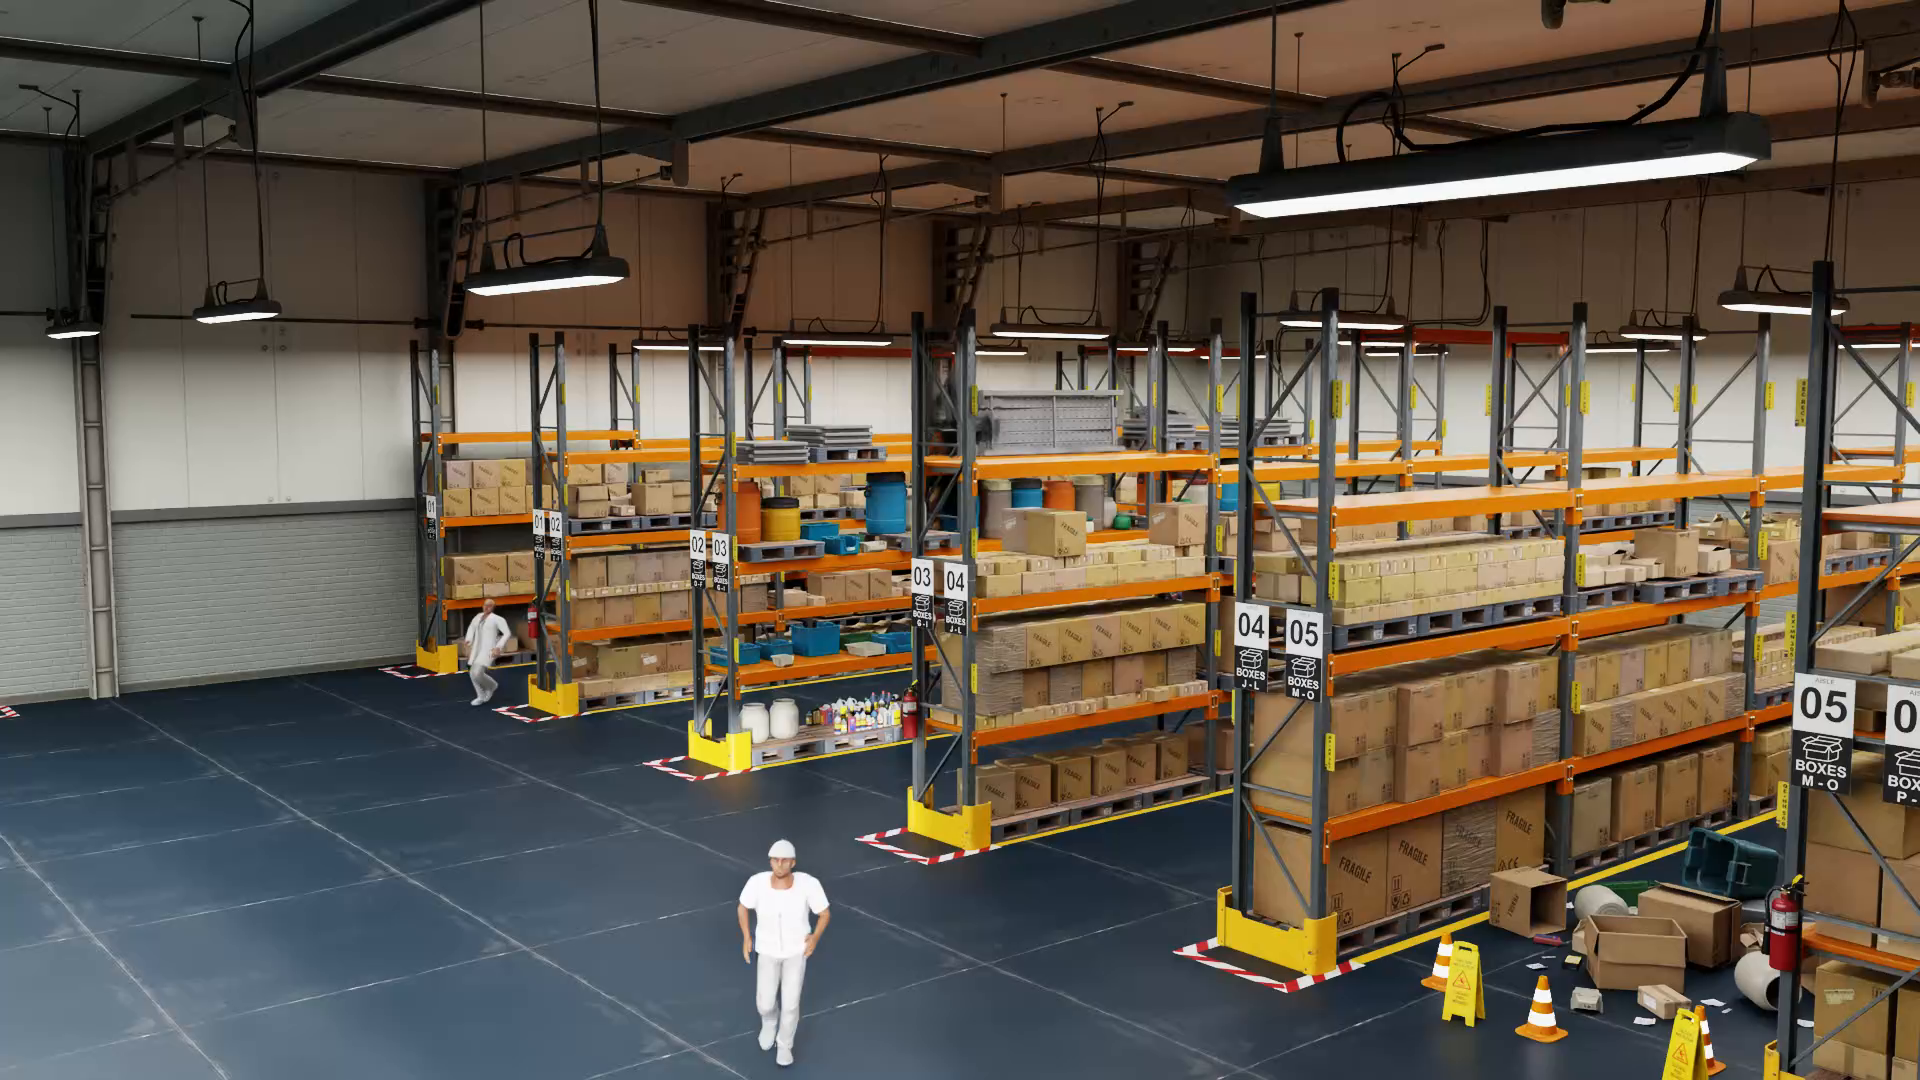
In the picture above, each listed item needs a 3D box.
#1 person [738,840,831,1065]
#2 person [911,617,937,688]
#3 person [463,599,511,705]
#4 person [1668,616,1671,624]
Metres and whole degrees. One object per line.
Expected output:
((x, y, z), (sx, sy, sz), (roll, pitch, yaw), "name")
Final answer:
((-1.340, 3.133, 12.669), (0.712, 1.730, 0.575), (0, 5, -3), "person")
((-0.610, 1.786, 27.366), (0.618, 1.669, 0.890), (5, 7, 41), "person")
((-7.694, 1.818, 26.943), (0.787, 1.732, 0.556), (2, 6, 25), "person")
((11.048, 1.938, 25.830), (0.561, 1.688, 0.869), (5, 7, 43), "person")
